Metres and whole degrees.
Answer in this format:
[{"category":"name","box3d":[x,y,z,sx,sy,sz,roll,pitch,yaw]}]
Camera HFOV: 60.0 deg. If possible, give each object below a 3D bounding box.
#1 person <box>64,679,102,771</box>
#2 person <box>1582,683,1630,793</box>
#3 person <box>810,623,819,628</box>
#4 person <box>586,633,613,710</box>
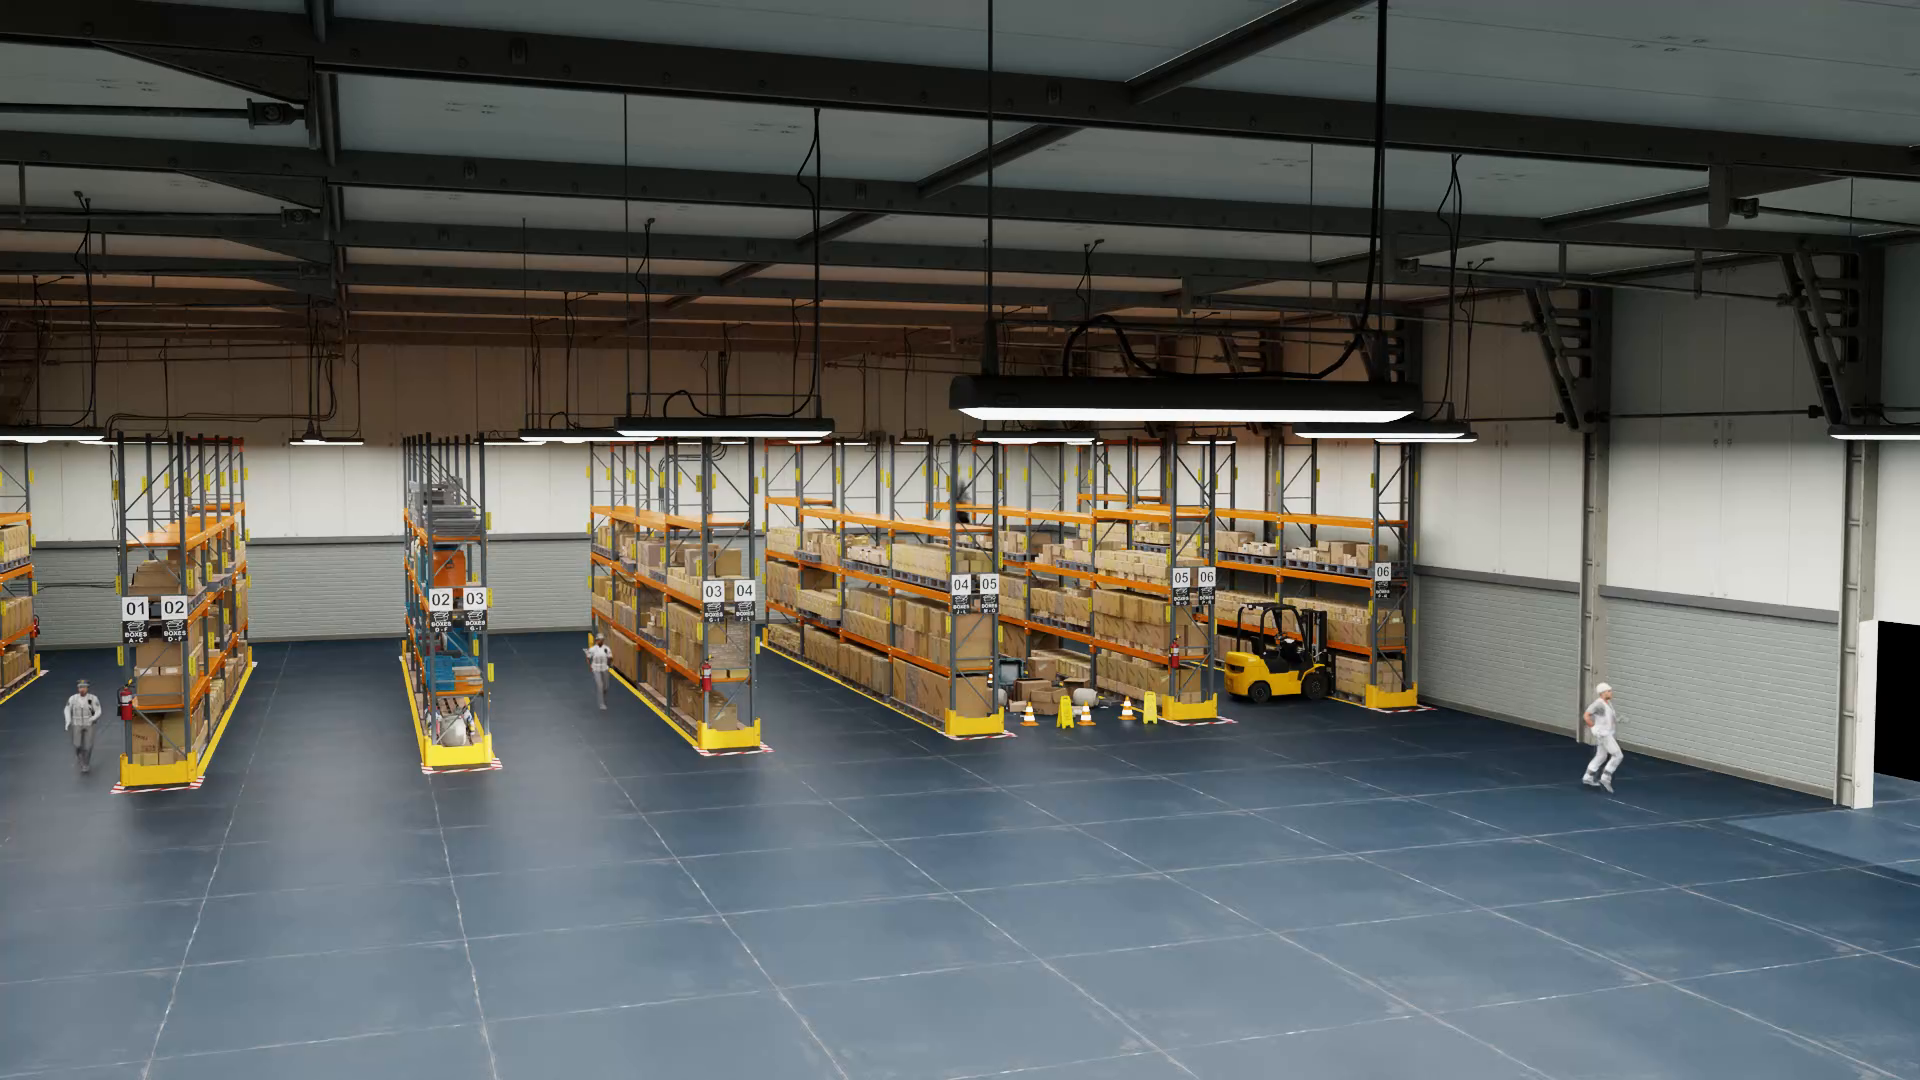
[{"category":"person","box3d":[-15.490,3.273,29.371,0.600,1.643,0.576,-1,3,-24]},{"category":"person","box3d":[10.759,3.292,27.708,0.735,1.817,0.641,2,4,31]},{"category":"person","box3d":[-4.331,2.072,50.123,0.655,1.744,0.674,-1,3,-22]},{"category":"person","box3d":[-7.910,2.862,36.519,0.576,1.665,0.734,-1,3,-25]}]
